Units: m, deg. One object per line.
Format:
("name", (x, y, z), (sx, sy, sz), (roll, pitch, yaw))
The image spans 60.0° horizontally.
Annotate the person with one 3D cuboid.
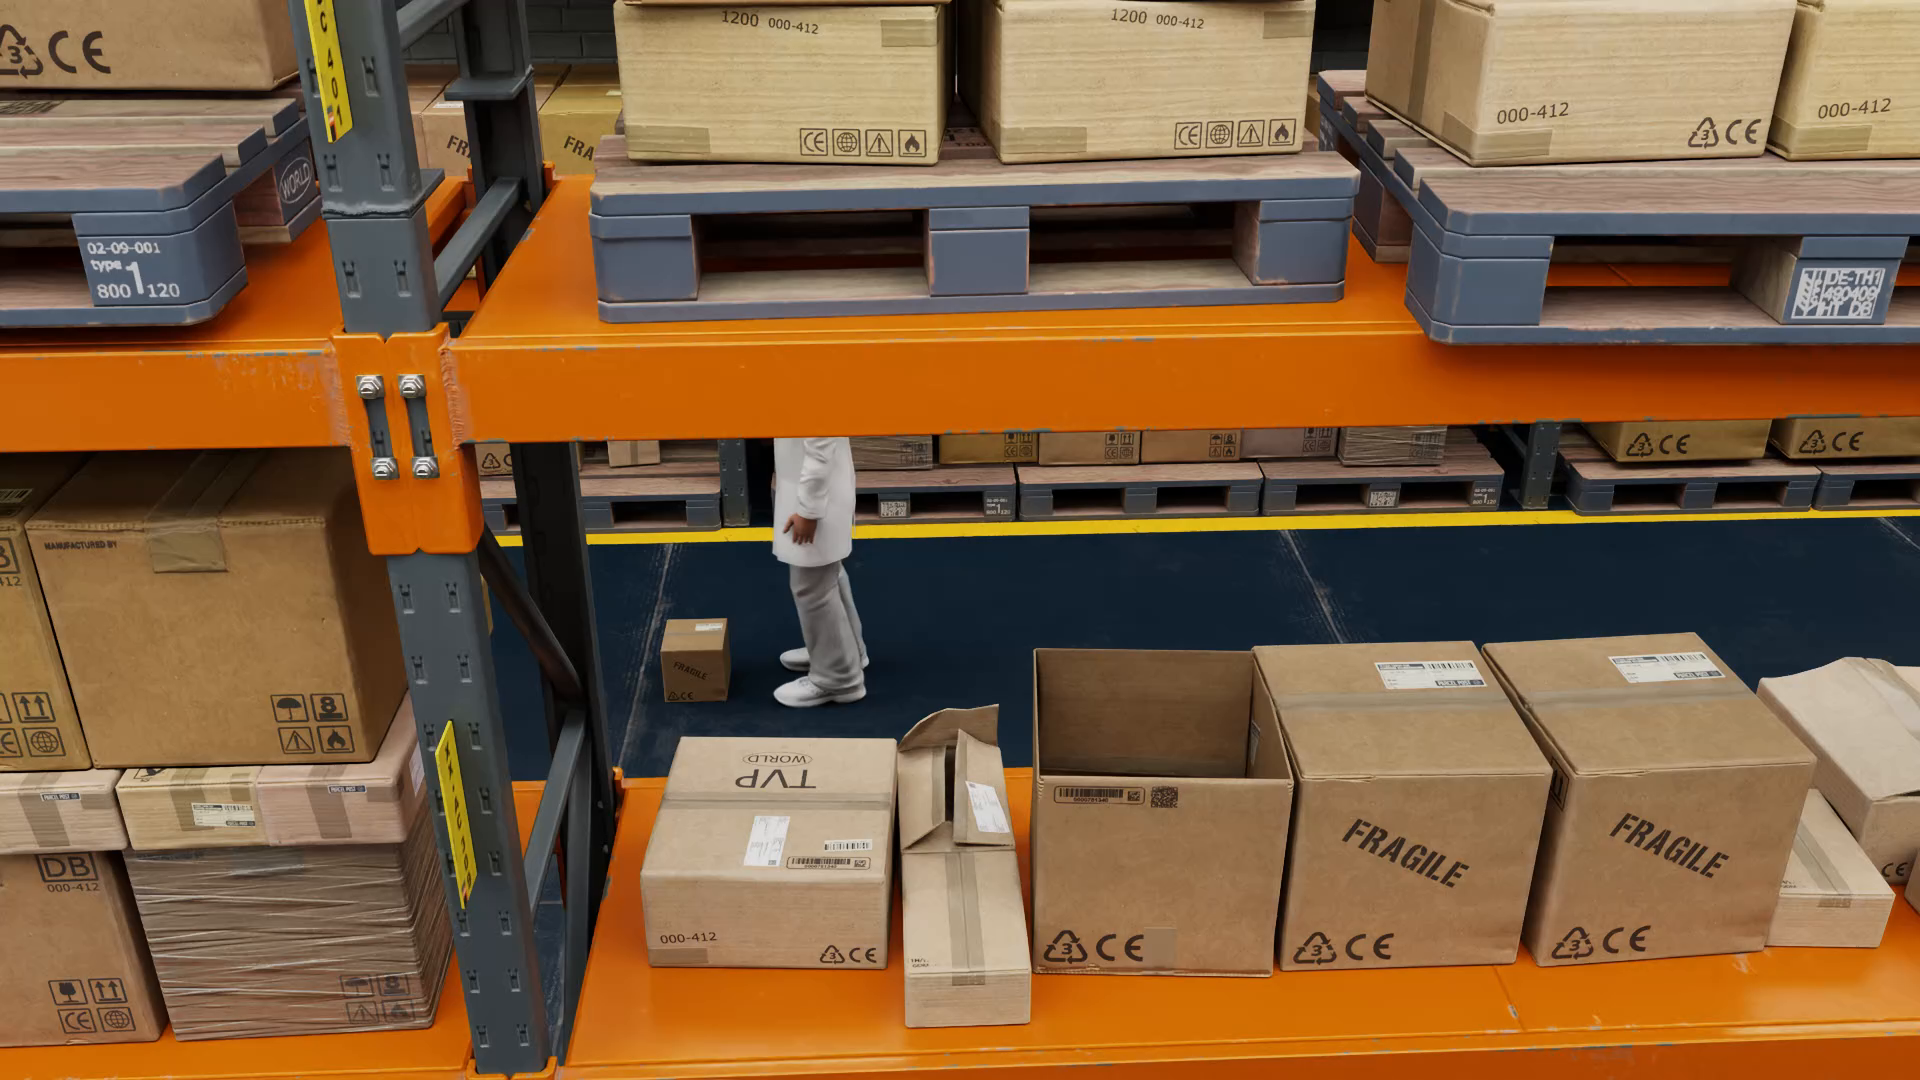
("person", (-0.571, -0.185, 6.499), (0.382, 1.775, 0.562), (-1, 27, -1))
